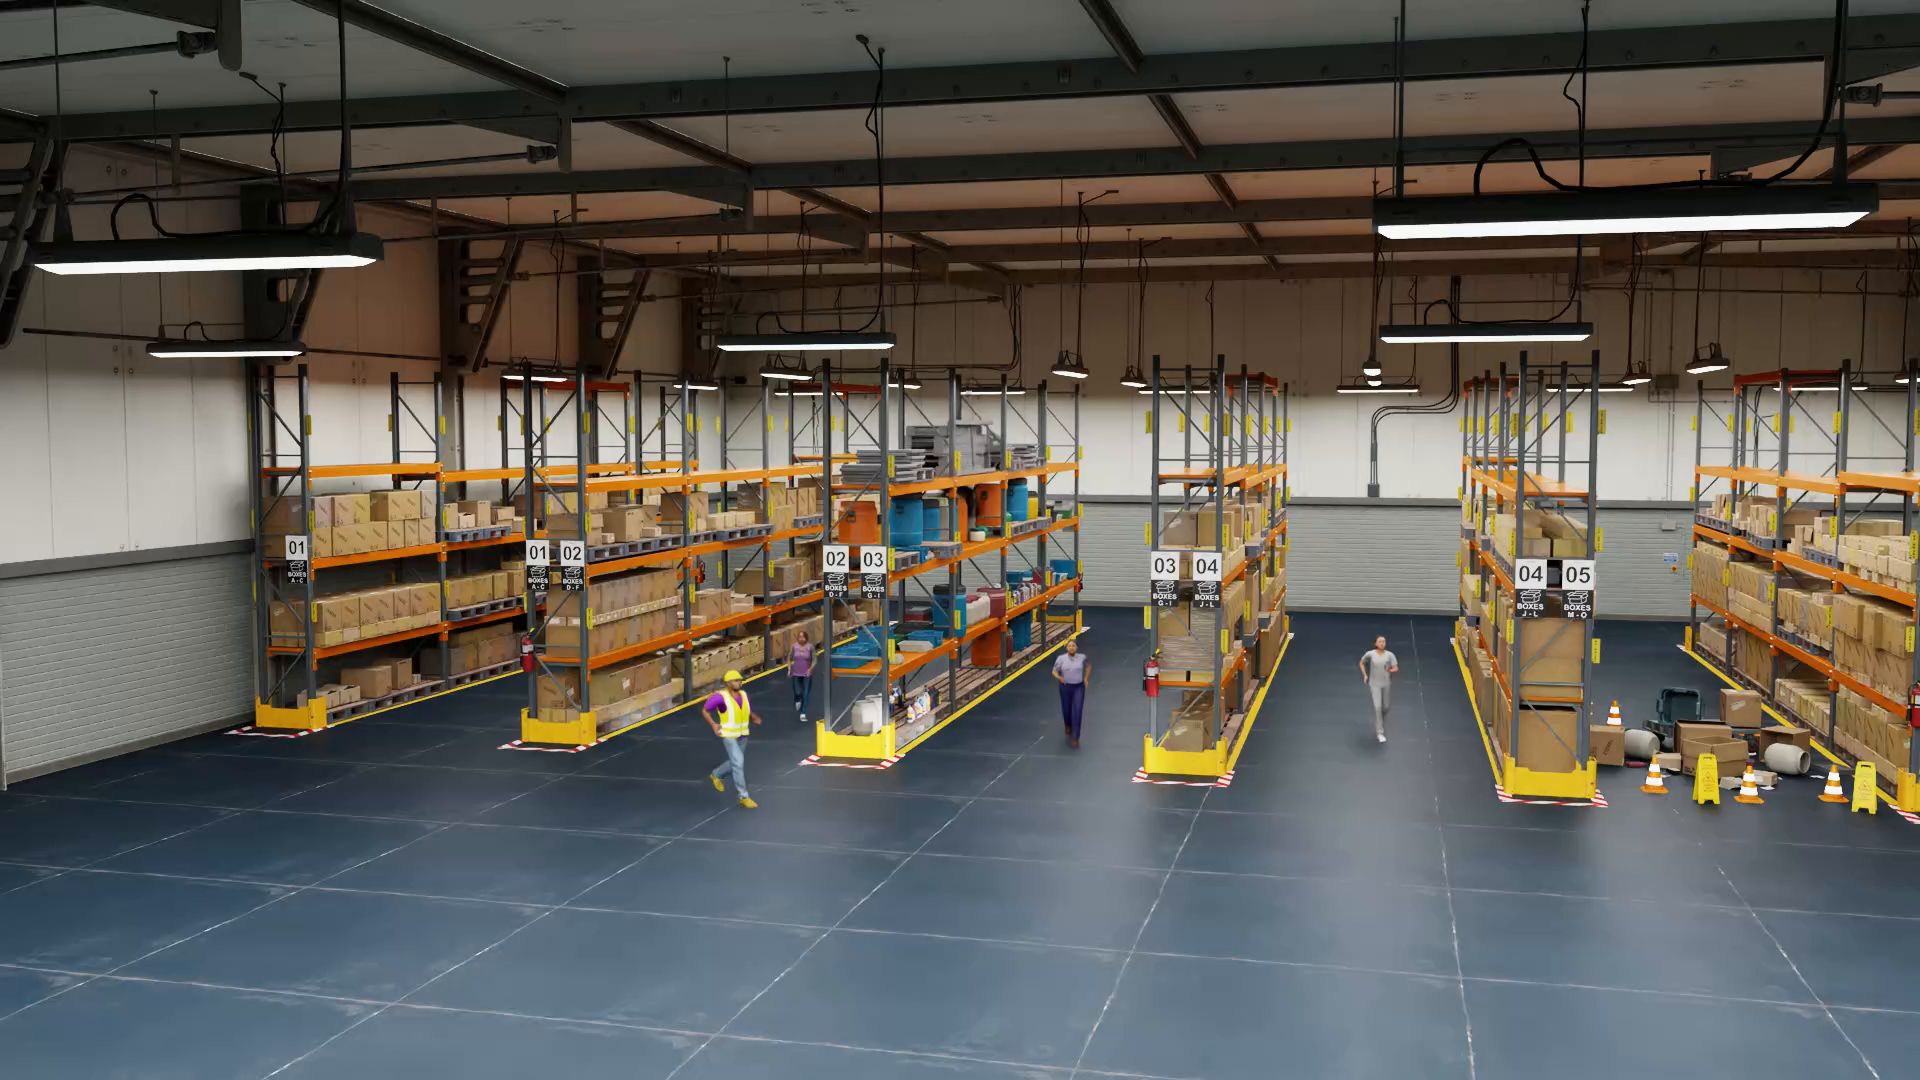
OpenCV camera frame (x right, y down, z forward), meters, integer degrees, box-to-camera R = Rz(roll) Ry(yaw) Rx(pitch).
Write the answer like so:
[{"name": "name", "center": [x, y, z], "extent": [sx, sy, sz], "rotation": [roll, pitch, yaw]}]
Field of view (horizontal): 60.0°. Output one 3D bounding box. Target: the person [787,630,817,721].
[{"name": "person", "center": [-2.678, 2.295, 28.180], "extent": [0.522, 1.553, 0.577], "rotation": [0, 4, -3]}]

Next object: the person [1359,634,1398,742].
[{"name": "person", "center": [6.677, 2.321, 26.467], "extent": [0.567, 1.648, 0.969], "rotation": [0, 4, 0]}]

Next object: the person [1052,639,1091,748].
[{"name": "person", "center": [1.756, 2.375, 26.155], "extent": [0.612, 1.652, 0.929], "rotation": [0, 4, 5]}]

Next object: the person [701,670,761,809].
[{"name": "person", "center": [-3.003, 2.600, 21.993], "extent": [0.971, 1.774, 0.700], "rotation": [3, 5, 40]}]
